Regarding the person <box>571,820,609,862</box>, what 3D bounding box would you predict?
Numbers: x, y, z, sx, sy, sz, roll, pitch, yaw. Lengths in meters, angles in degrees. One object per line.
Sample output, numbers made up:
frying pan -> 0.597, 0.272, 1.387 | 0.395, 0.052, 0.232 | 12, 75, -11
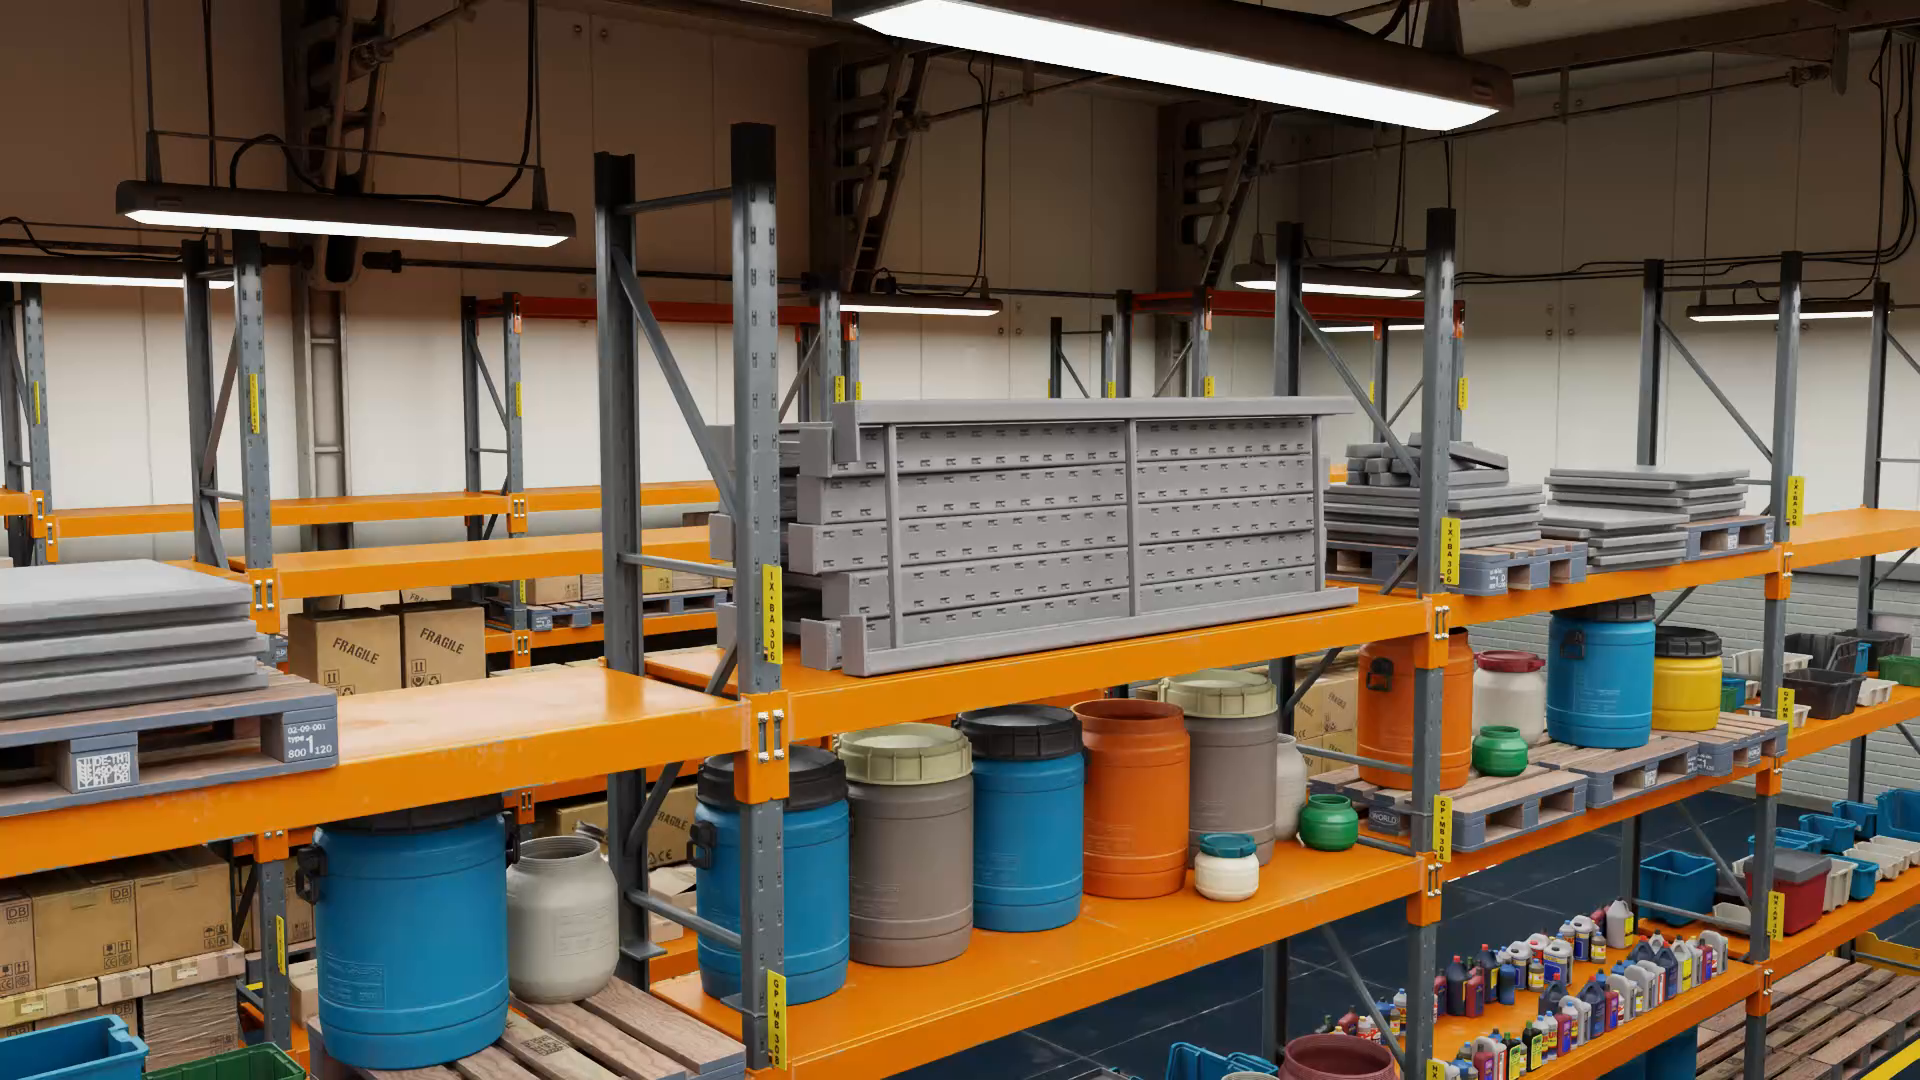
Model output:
person -> -2.923, 3.073, 13.365 | 0.752, 1.714, 0.594 | -4, 7, -37
